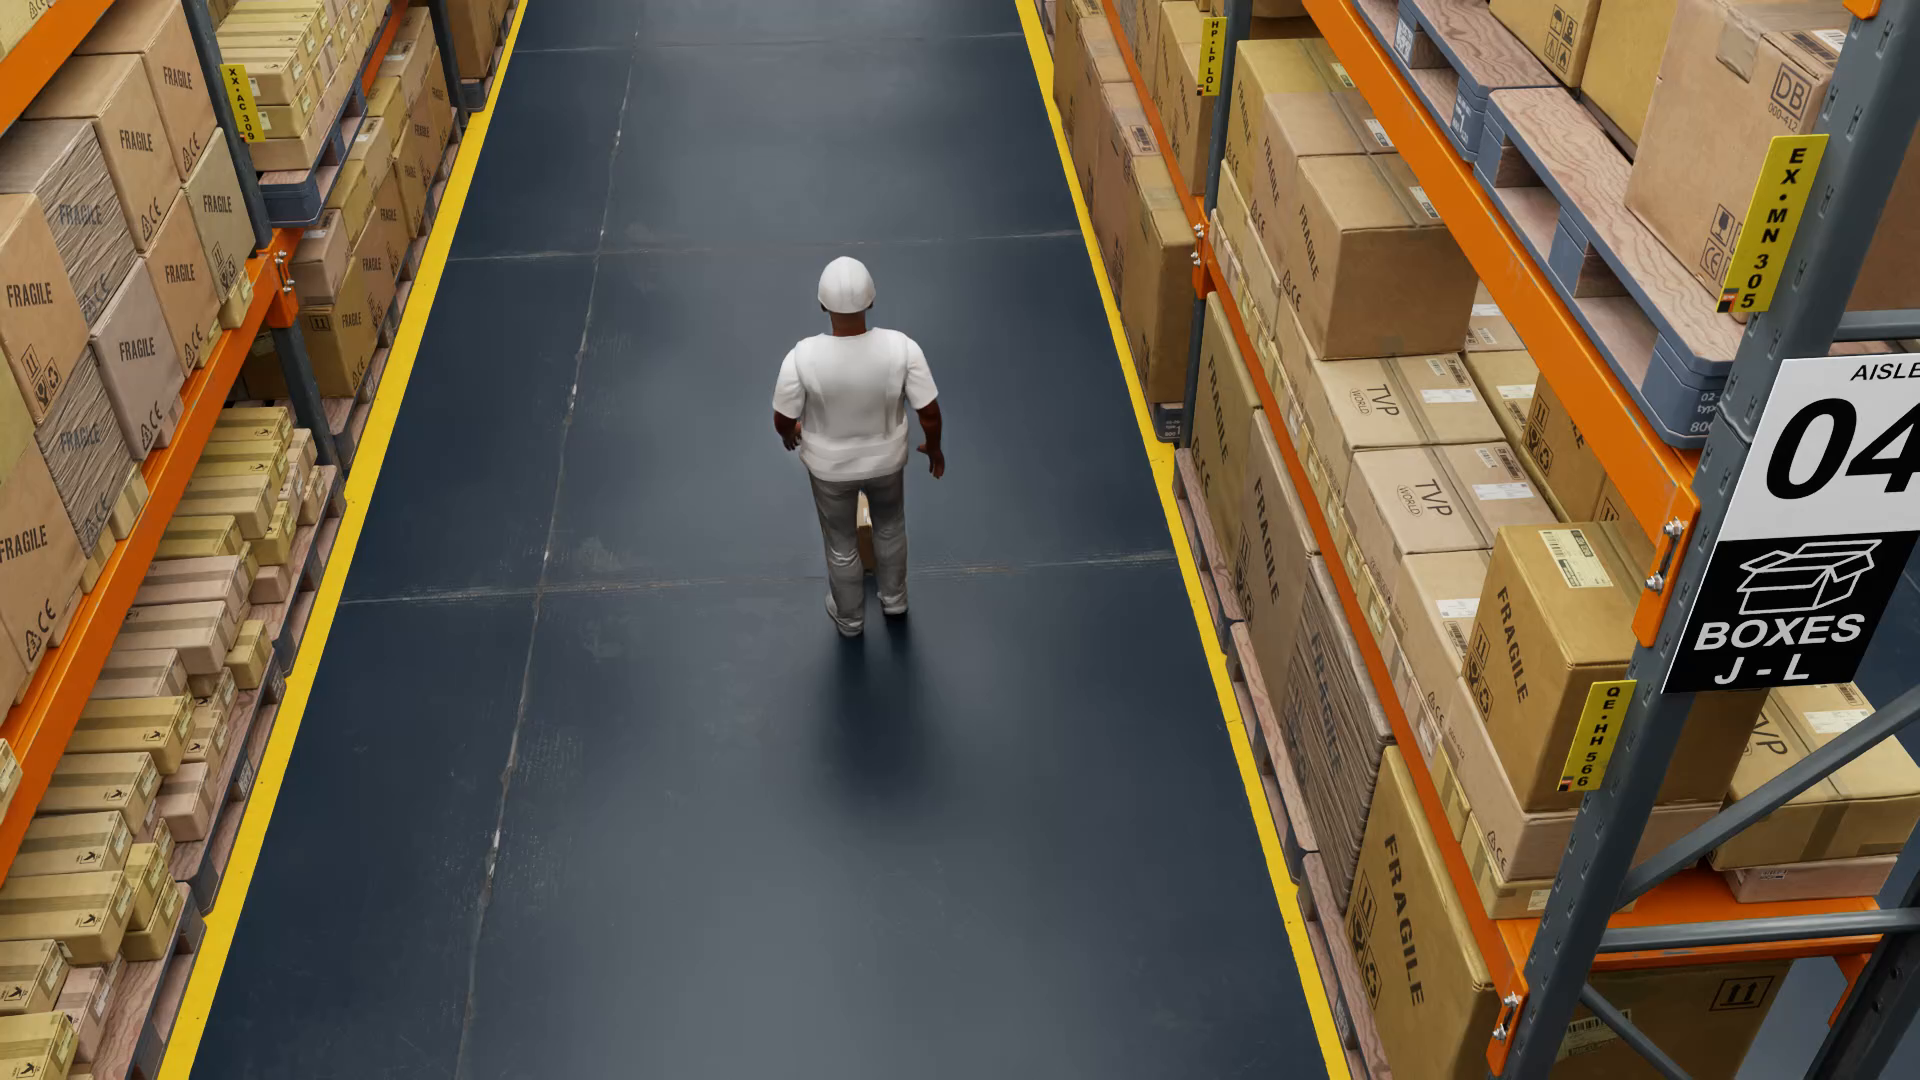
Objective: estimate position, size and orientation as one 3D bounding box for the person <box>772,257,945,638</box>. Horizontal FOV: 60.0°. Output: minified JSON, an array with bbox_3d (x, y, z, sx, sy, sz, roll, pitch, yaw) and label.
[{"bbox_3d":[-0.401,-0.322,6.597,0.661,1.853,0.468,-9,40,-11],"label":"person"}]
